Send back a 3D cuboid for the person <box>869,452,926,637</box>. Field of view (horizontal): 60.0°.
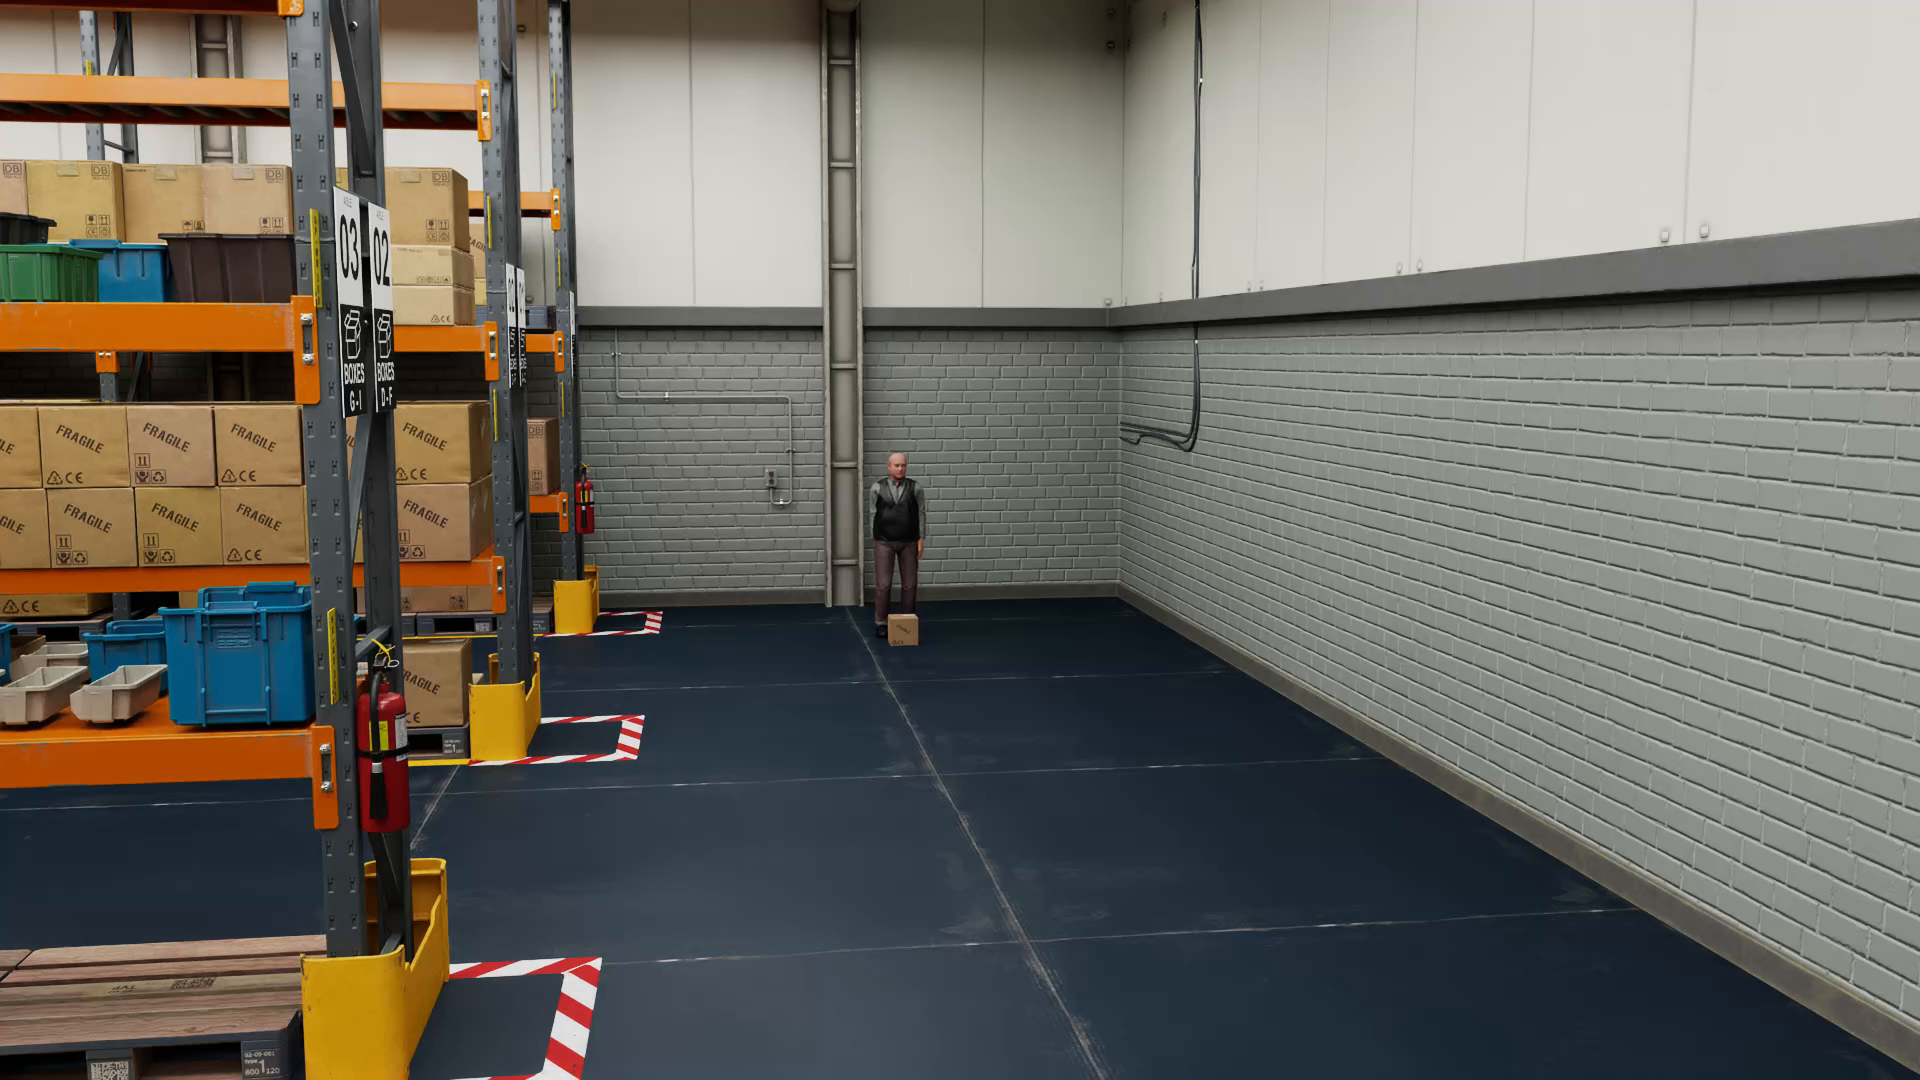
[{"bbox_3d":[-0.576,0.042,15.499,0.533,1.716,0.360,-1,6,-8],"label":"person"}]
